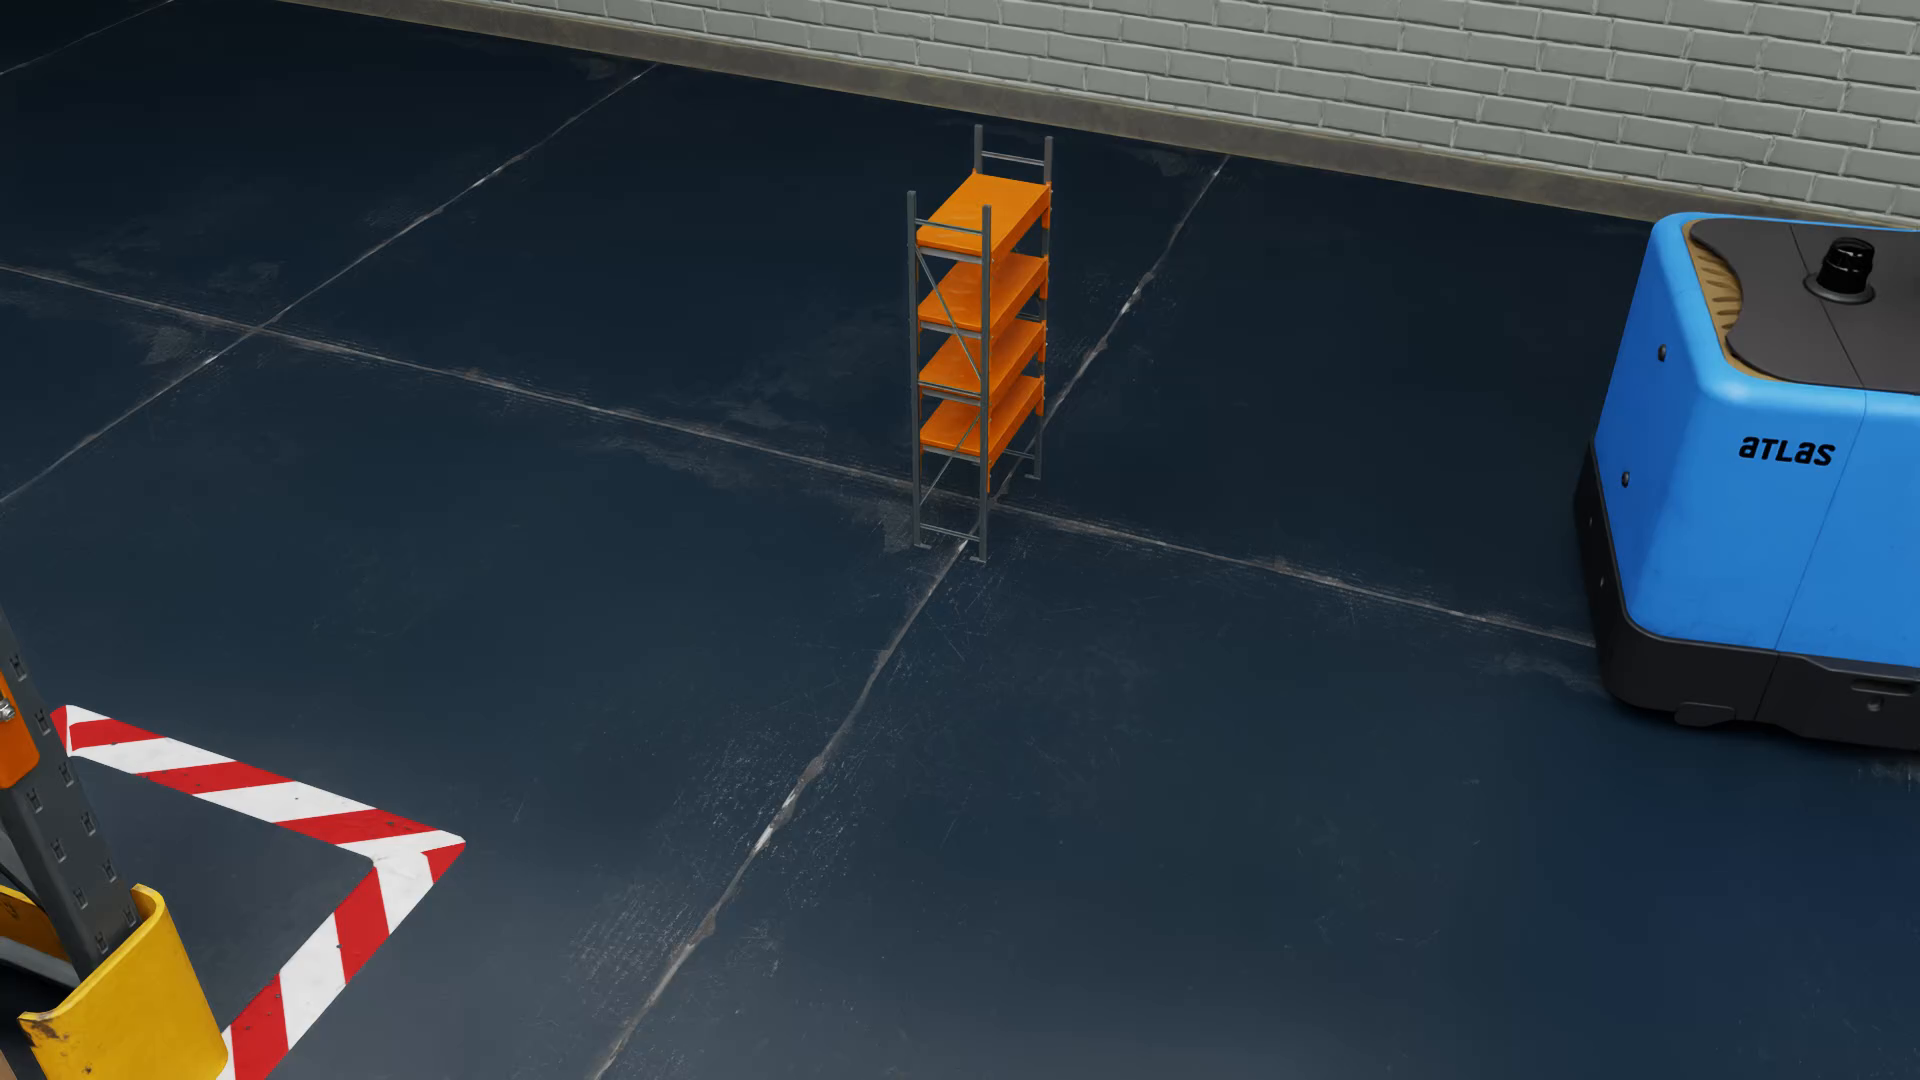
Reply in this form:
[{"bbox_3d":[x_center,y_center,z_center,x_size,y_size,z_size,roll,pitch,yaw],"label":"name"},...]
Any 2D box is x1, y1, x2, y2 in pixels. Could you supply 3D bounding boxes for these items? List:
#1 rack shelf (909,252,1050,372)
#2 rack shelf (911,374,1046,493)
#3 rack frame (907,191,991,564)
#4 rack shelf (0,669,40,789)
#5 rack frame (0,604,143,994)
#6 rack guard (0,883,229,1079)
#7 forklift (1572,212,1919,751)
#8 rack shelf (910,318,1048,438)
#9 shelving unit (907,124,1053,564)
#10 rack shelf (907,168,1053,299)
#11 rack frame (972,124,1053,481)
[{"bbox_3d":[0.063,-0.698,4.920,0.258,0.148,0.480,14,39,18],"label":"rack shelf"},{"bbox_3d":[0.063,-0.359,5.173,0.258,0.148,0.480,14,39,18],"label":"rack shelf"},{"bbox_3d":[-0.030,-0.437,4.833,0.240,1.200,0.015,14,39,18],"label":"rack frame"},{"bbox_3d":[-2.947,1.255,1.666,1.077,0.370,4.000,14,39,18],"label":"rack shelf"},{"bbox_3d":[-2.186,-0.141,2.933,1.000,3.000,0.127,14,39,18],"label":"rack frame"},{"bbox_3d":[-2.215,0.903,3.625,1.175,0.500,0.348,14,39,18],"label":"rack guard"},{"bbox_3d":[3.349,-0.804,3.877,3.031,2.935,1.130,7,37,9],"label":"forklift"},{"bbox_3d":[0.063,-0.518,5.054,0.258,0.148,0.480,14,39,18],"label":"rack shelf"},{"bbox_3d":[0.063,-0.572,5.013,0.258,1.200,0.503,14,39,18],"label":"shelving unit"},{"bbox_3d":[0.063,-0.887,4.778,0.258,0.148,0.480,14,39,18],"label":"rack shelf"},{"bbox_3d":[0.156,-0.707,5.194,0.240,1.200,0.015,14,39,18],"label":"rack frame"}]
